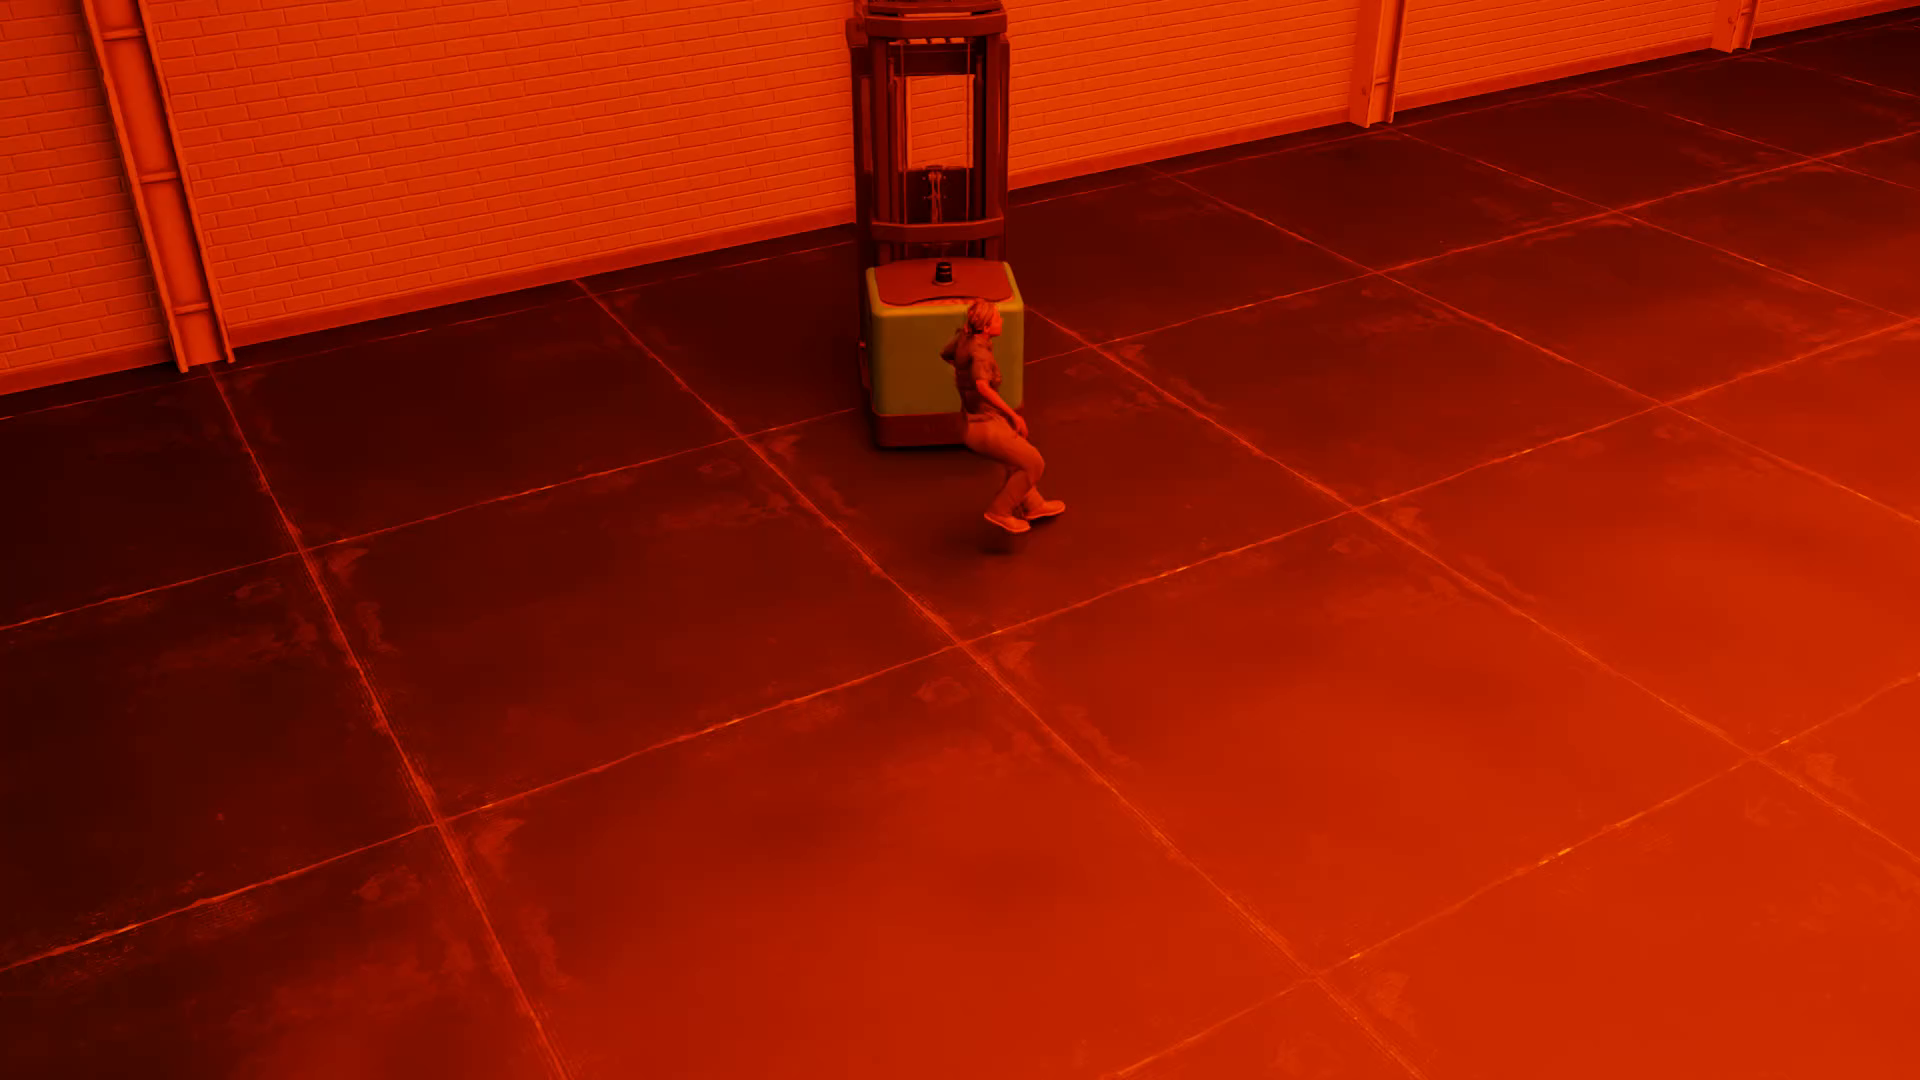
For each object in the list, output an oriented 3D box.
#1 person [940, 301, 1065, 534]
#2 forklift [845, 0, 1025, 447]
[{"bbox_3d":[0.321,-0.749,10.167,0.770,1.541,0.935,-5,31,-9],"label":"person"},{"bbox_3d":[-0.231,-2.631,12.040,1.130,2.935,3.031,-3,31,-5],"label":"forklift"}]
